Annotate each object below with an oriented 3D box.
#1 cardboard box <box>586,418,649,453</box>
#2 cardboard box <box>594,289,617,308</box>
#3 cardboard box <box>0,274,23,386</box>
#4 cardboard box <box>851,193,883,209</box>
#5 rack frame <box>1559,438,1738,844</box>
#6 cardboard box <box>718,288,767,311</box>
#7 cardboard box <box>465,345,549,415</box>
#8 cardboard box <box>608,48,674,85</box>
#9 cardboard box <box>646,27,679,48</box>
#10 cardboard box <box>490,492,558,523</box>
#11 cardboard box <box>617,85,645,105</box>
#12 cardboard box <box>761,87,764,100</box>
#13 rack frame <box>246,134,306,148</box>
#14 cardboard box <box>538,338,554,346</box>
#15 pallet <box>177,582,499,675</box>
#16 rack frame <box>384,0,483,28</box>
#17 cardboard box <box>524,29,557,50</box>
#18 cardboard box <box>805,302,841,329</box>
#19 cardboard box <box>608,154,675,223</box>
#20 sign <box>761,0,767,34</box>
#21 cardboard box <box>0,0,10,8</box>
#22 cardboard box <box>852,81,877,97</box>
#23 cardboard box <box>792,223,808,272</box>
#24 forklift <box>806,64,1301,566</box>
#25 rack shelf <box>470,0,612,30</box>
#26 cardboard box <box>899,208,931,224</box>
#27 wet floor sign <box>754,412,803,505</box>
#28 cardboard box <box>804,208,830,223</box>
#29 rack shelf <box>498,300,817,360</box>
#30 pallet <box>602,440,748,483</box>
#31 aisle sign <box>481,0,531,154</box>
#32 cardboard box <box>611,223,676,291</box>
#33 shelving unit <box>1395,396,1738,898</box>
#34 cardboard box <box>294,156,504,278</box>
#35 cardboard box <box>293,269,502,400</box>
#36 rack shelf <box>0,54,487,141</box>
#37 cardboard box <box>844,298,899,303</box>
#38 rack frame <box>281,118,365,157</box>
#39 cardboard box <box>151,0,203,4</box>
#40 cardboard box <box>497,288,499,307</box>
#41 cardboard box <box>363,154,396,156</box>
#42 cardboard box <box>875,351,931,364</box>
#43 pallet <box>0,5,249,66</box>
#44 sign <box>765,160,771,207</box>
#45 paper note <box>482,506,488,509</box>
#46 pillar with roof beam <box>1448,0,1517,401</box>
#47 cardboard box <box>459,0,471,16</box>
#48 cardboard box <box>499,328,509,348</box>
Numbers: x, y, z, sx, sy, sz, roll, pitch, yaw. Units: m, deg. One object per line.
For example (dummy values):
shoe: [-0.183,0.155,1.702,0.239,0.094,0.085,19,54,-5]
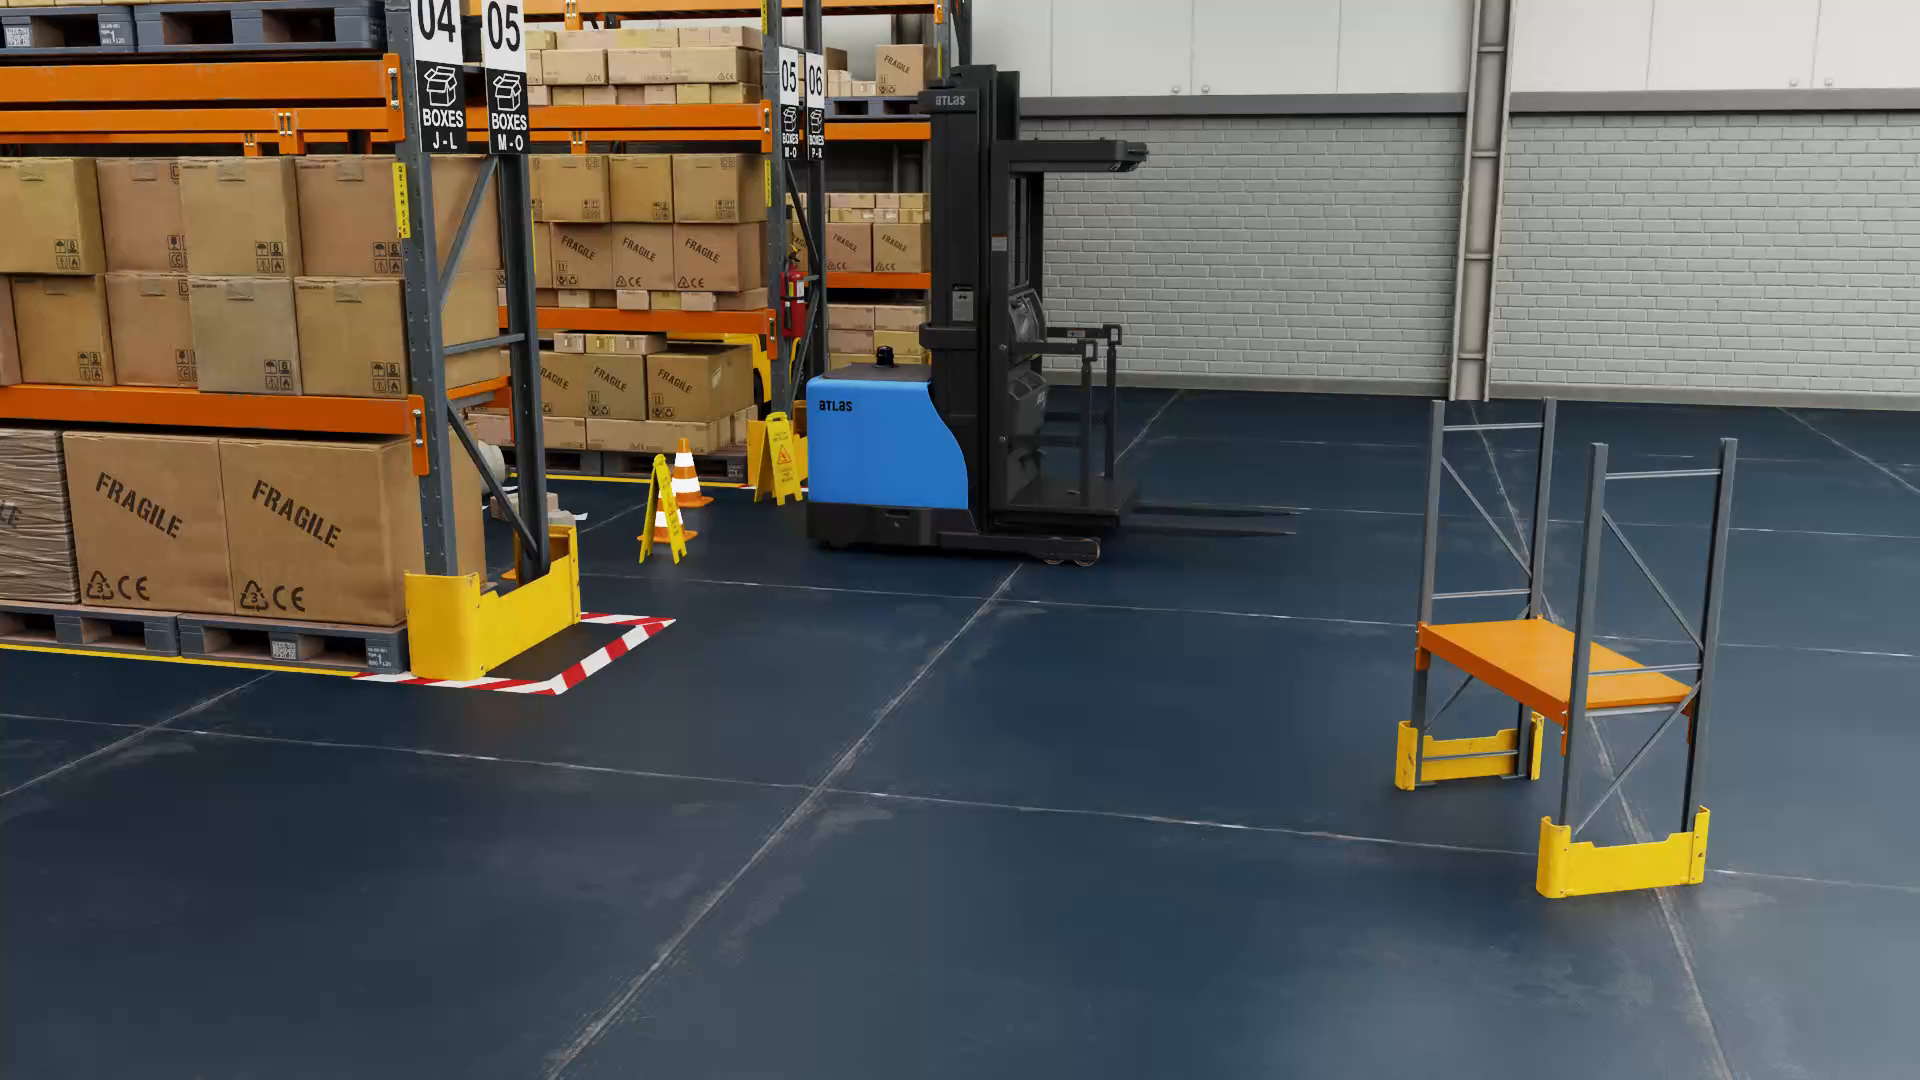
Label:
cardboard box: [-2.589,-0.858,13.053,0.500,0.250,0.500,3,13,14]
cardboard box: [-2.642,-1.890,12.909,0.250,0.149,0.380,3,13,14]
cardboard box: [-4.814,-1.123,8.522,0.550,0.550,0.875,3,13,14]
cardboard box: [-0.959,-3.524,17.278,0.250,0.149,0.380,3,13,15]
rack frame: [2.204,0.423,5.362,0.500,1.500,0.032,-3,13,-12]
cardboard box: [-1.653,-1.833,12.650,0.250,0.149,0.380,4,13,15]
cardboard box: [-3.589,-1.278,13.214,0.500,0.500,0.500,4,13,16]
cardboard box: [-2.285,-3.517,12.393,0.500,0.250,0.500,3,13,13]
cardboard box: [-2.131,-3.699,12.293,0.250,0.149,0.380,3,13,13]
cardboard box: [-2.995,-0.233,11.439,0.250,0.149,0.380,12,17,43]
cardboard box: [-2.381,-3.337,12.503,0.250,0.149,0.380,3,13,14]
cardboard box: [-1.483,-3.408,12.826,0.250,0.149,0.380,3,13,14]
rack frame: [-7.820,-3.440,19.315,0.127,3.000,1.000,3,13,14]
cardboard box: [-3.494,-1.391,13.725,0.500,0.500,0.500,4,13,17]
pallet: [-3.122,0.401,8.438,1.213,0.211,1.003,3,13,14]
rack frame: [-2.327,-3.864,7.373,0.127,3.000,1.000,3,13,14]
cardboard box: [-3.135,-3.740,12.480,0.250,0.149,0.380,3,13,15]
cardboard box: [-1.564,-2.384,17.623,0.500,0.250,0.500,3,13,14]
cardboard box: [-2.276,-2.672,12.625,0.500,0.500,0.700,3,13,14]
sign: [-1.391,-3.762,11.796,0.005,0.325,0.100,3,13,14]
cardboard box: [-4.461,-2.569,7.842,0.250,0.149,0.380,3,13,14]
cardboard box: [-0.930,-4.600,16.996,0.250,0.149,0.380,3,13,12]
cardboard box: [-1.593,-3.100,17.549,0.500,0.500,0.500,3,13,12]
forklift: [0.606,-1.399,10.272,3.031,2.935,1.130,3,13,13]
rack shelf: [-5.878,-5.719,18.319,4.000,0.370,1.077,3,13,14]
cardboard box: [-0.457,-3.350,17.178,0.250,0.149,0.380,3,13,14]
wet floor sign: [-1.311,-0.597,11.935,0.232,0.644,0.267,8,15,33]
cardboard box: [-1.458,-3.402,17.415,0.250,0.149,0.380,3,13,12]
rack shelf: [-3.180,-1.734,13.284,4.000,0.370,1.077,3,13,14]
pallet: [-2.093,-0.673,13.282,1.213,0.211,1.003,3,13,14]
aisle sign: [-2.186,-2.264,8.009,0.004,0.787,0.394,3,13,14]
cardboard box: [-2.317,-2.172,12.683,0.500,0.500,0.500,3,13,14]
shelving unit: [2.090,0.314,5.855,0.587,1.500,1.083,-3,13,-12]
cardboard box: [-2.678,-1.563,8.013,0.550,0.550,0.875,3,13,14]
cardboard box: [-2.698,-1.018,8.051,0.550,0.550,0.875,3,13,14]
rack shelf: [-4.268,-2.152,8.244,4.000,0.370,1.077,3,13,14]
cardboard box: [-0.960,-2.466,17.993,0.500,0.250,0.500,3,13,14]
rack frame: [-5.122,-2.189,13.674,0.127,3.000,1.000,3,13,14]
cardboard box: [-3.470,-2.516,7.604,0.250,0.149,0.380,3,13,14]
cardboard box: [-3.653,-1.914,13.015,0.250,0.149,0.380,3,13,14]
cardboard box: [-4.256,-2.771,13.074,0.500,0.500,0.700,3,13,14]
cardboard box: [-0.585,-1.846,17.507,0.500,0.250,0.500,3,13,14]
pallet: [-4.237,-2.455,8.155,1.213,0.211,1.003,3,13,14]
sign: [-1.391,-2.585,12.057,0.005,0.325,0.100,3,13,14]
paper note: [-3.422,-0.232,11.736,0.142,0.019,0.148,8,15,33]
pillar with roof beam: [4.281,-4.963,12.327,0.400,9.000,9.100,3,13,14]
cardboard box: [-2.583,-2.616,8.053,0.250,0.149,0.380,3,13,14]
cardboard box: [-3.746,-1.588,13.116,0.250,0.149,0.380,4,13,17]
